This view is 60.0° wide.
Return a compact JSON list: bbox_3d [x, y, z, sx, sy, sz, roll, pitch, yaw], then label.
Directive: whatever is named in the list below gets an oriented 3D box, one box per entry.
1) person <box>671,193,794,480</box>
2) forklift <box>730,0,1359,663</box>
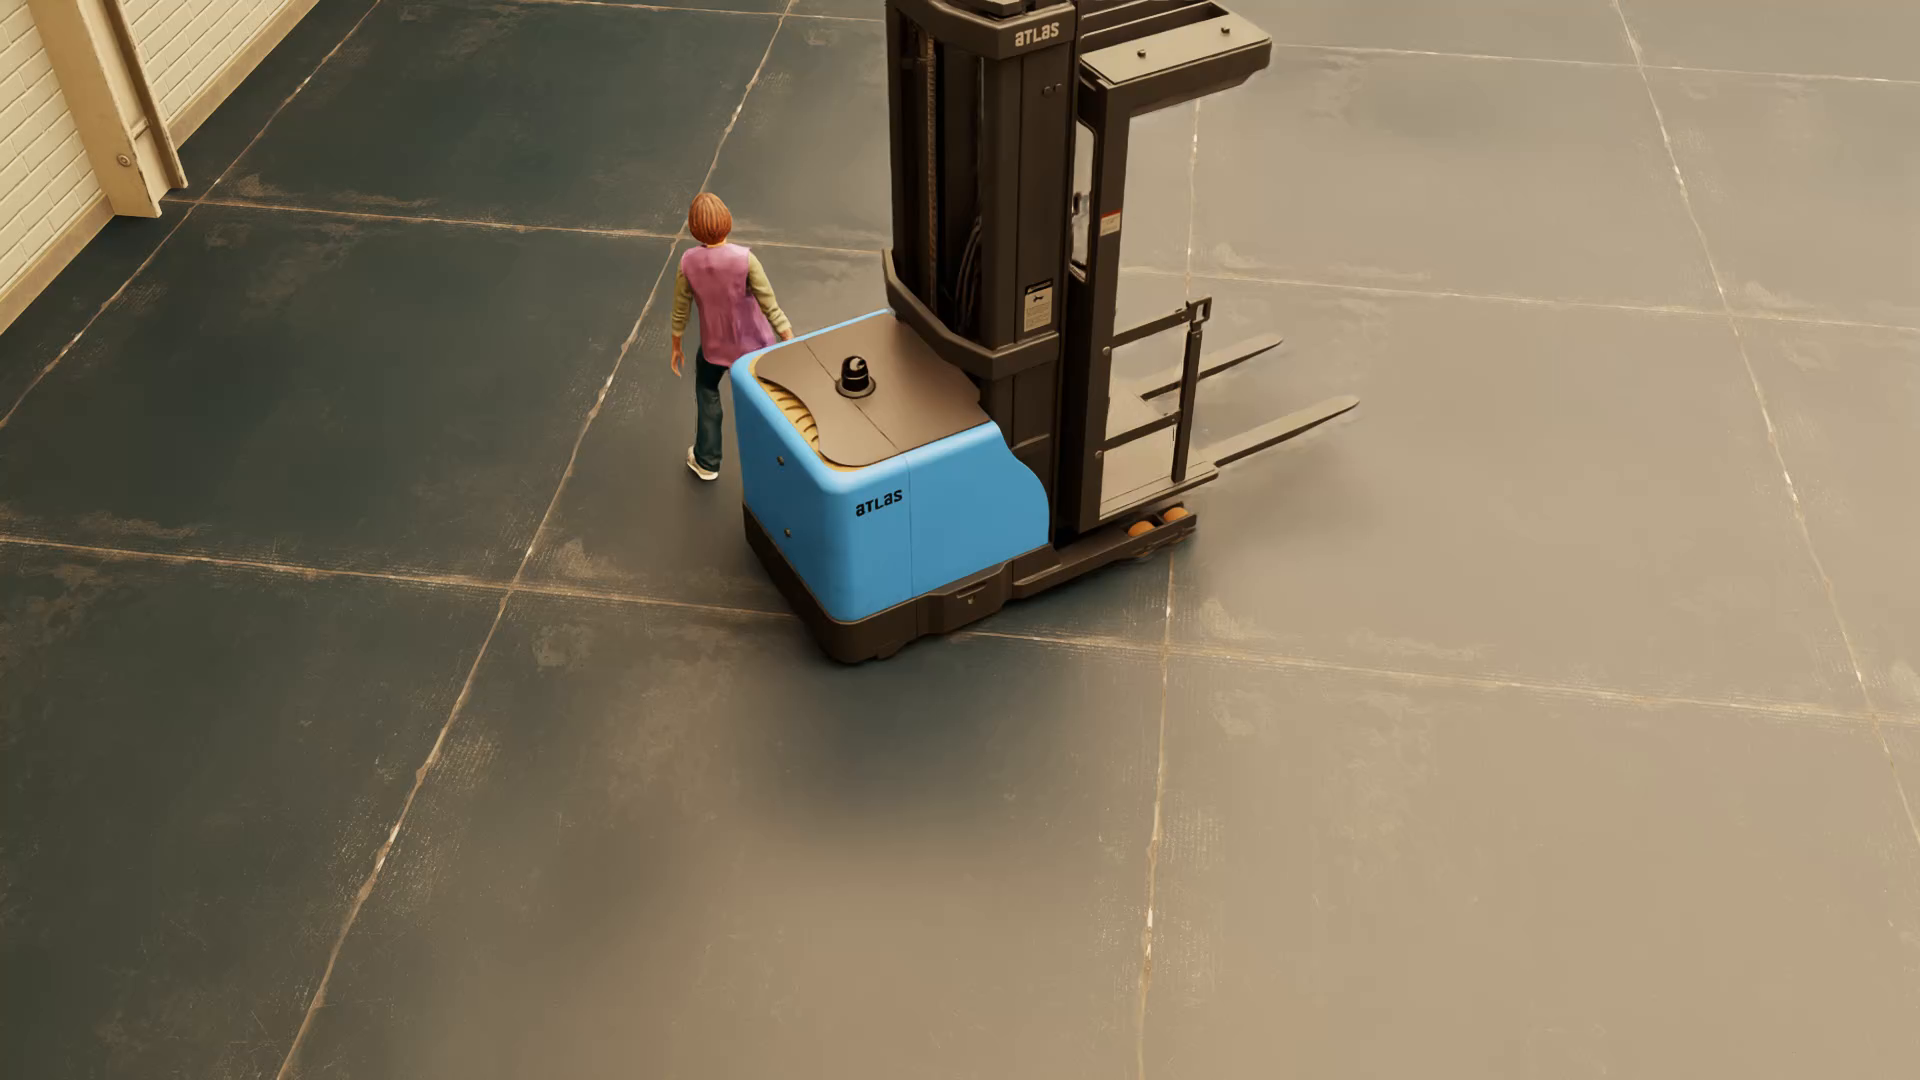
[{"bbox_3d":[-1.044,-0.842,7.704,0.735,1.566,0.429,12,44,12],"label":"person"},{"bbox_3d":[0.526,-1.290,7.129,3.031,2.935,1.130,-22,47,-22],"label":"forklift"}]
